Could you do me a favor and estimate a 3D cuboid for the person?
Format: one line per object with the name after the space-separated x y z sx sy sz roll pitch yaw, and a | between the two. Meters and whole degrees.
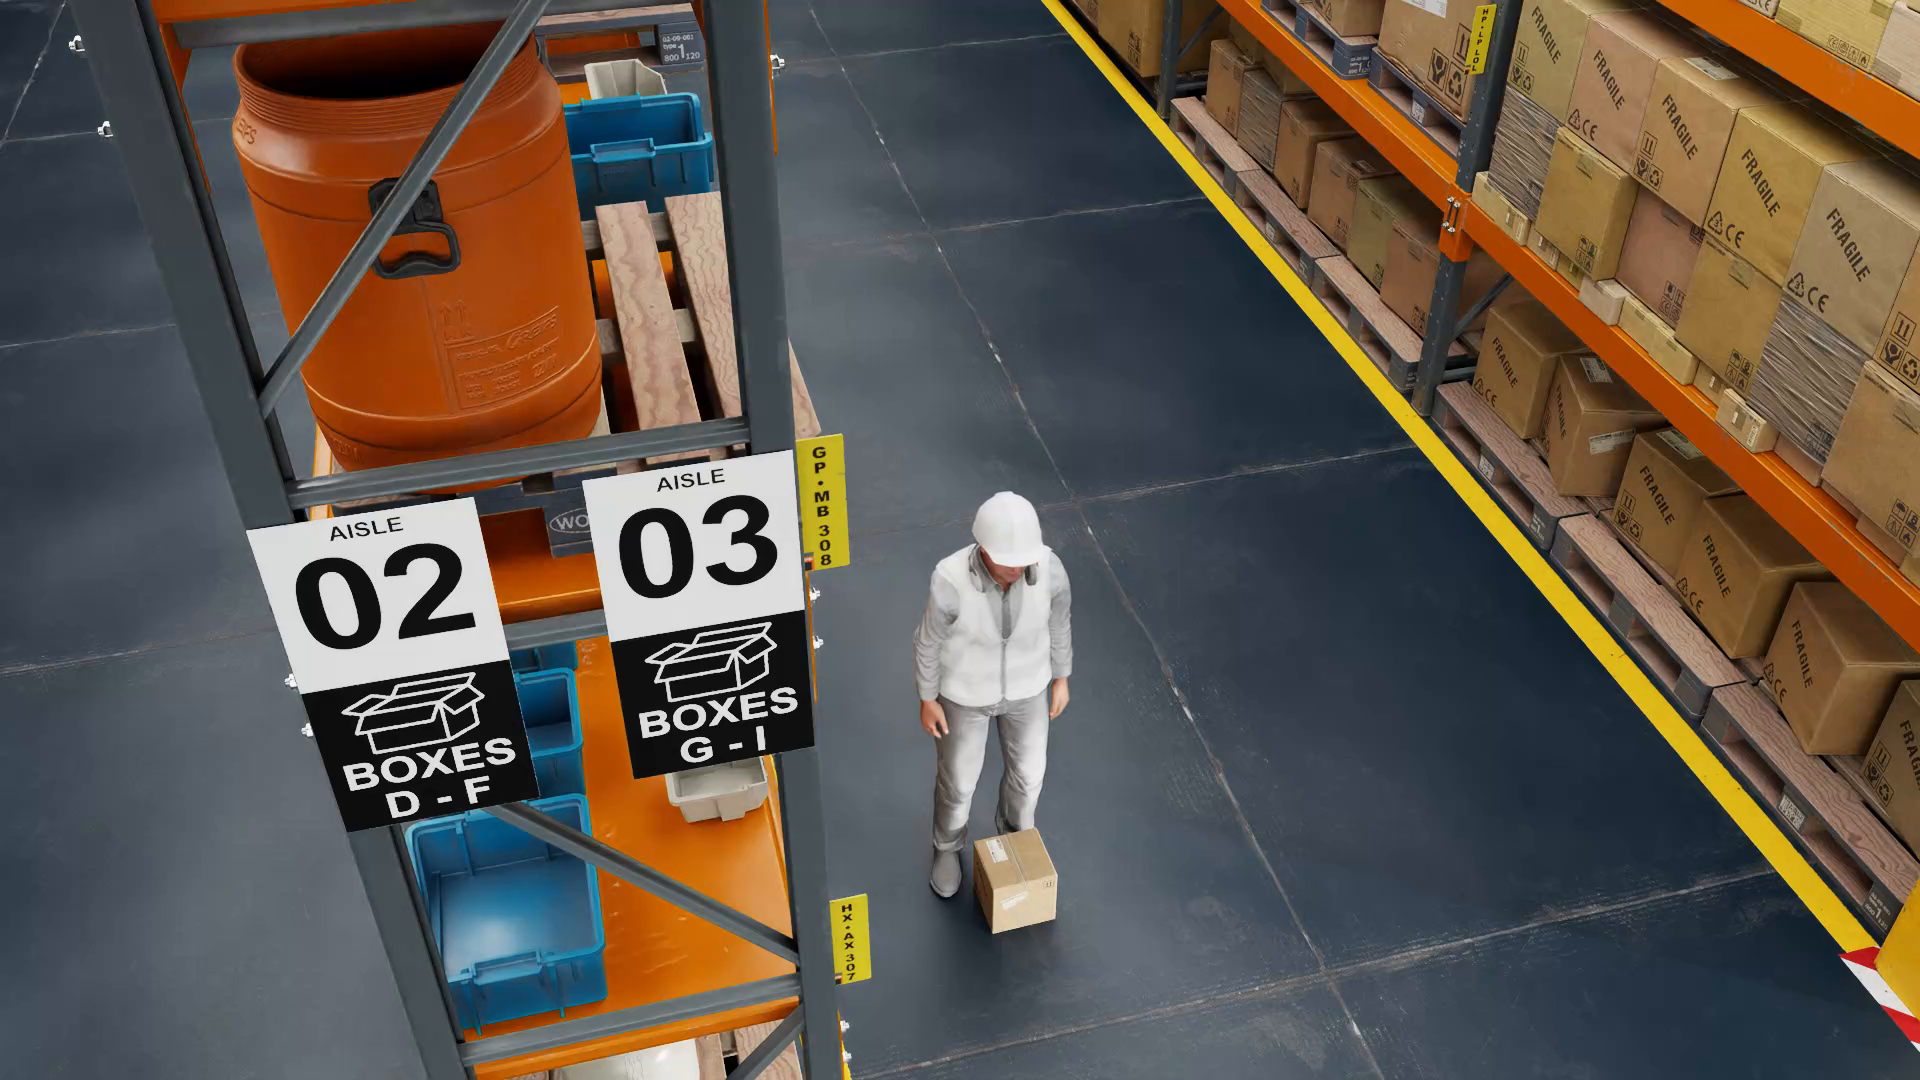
0.119 0.535 6.008 0.570 1.771 0.465 -9 39 -12 | person
